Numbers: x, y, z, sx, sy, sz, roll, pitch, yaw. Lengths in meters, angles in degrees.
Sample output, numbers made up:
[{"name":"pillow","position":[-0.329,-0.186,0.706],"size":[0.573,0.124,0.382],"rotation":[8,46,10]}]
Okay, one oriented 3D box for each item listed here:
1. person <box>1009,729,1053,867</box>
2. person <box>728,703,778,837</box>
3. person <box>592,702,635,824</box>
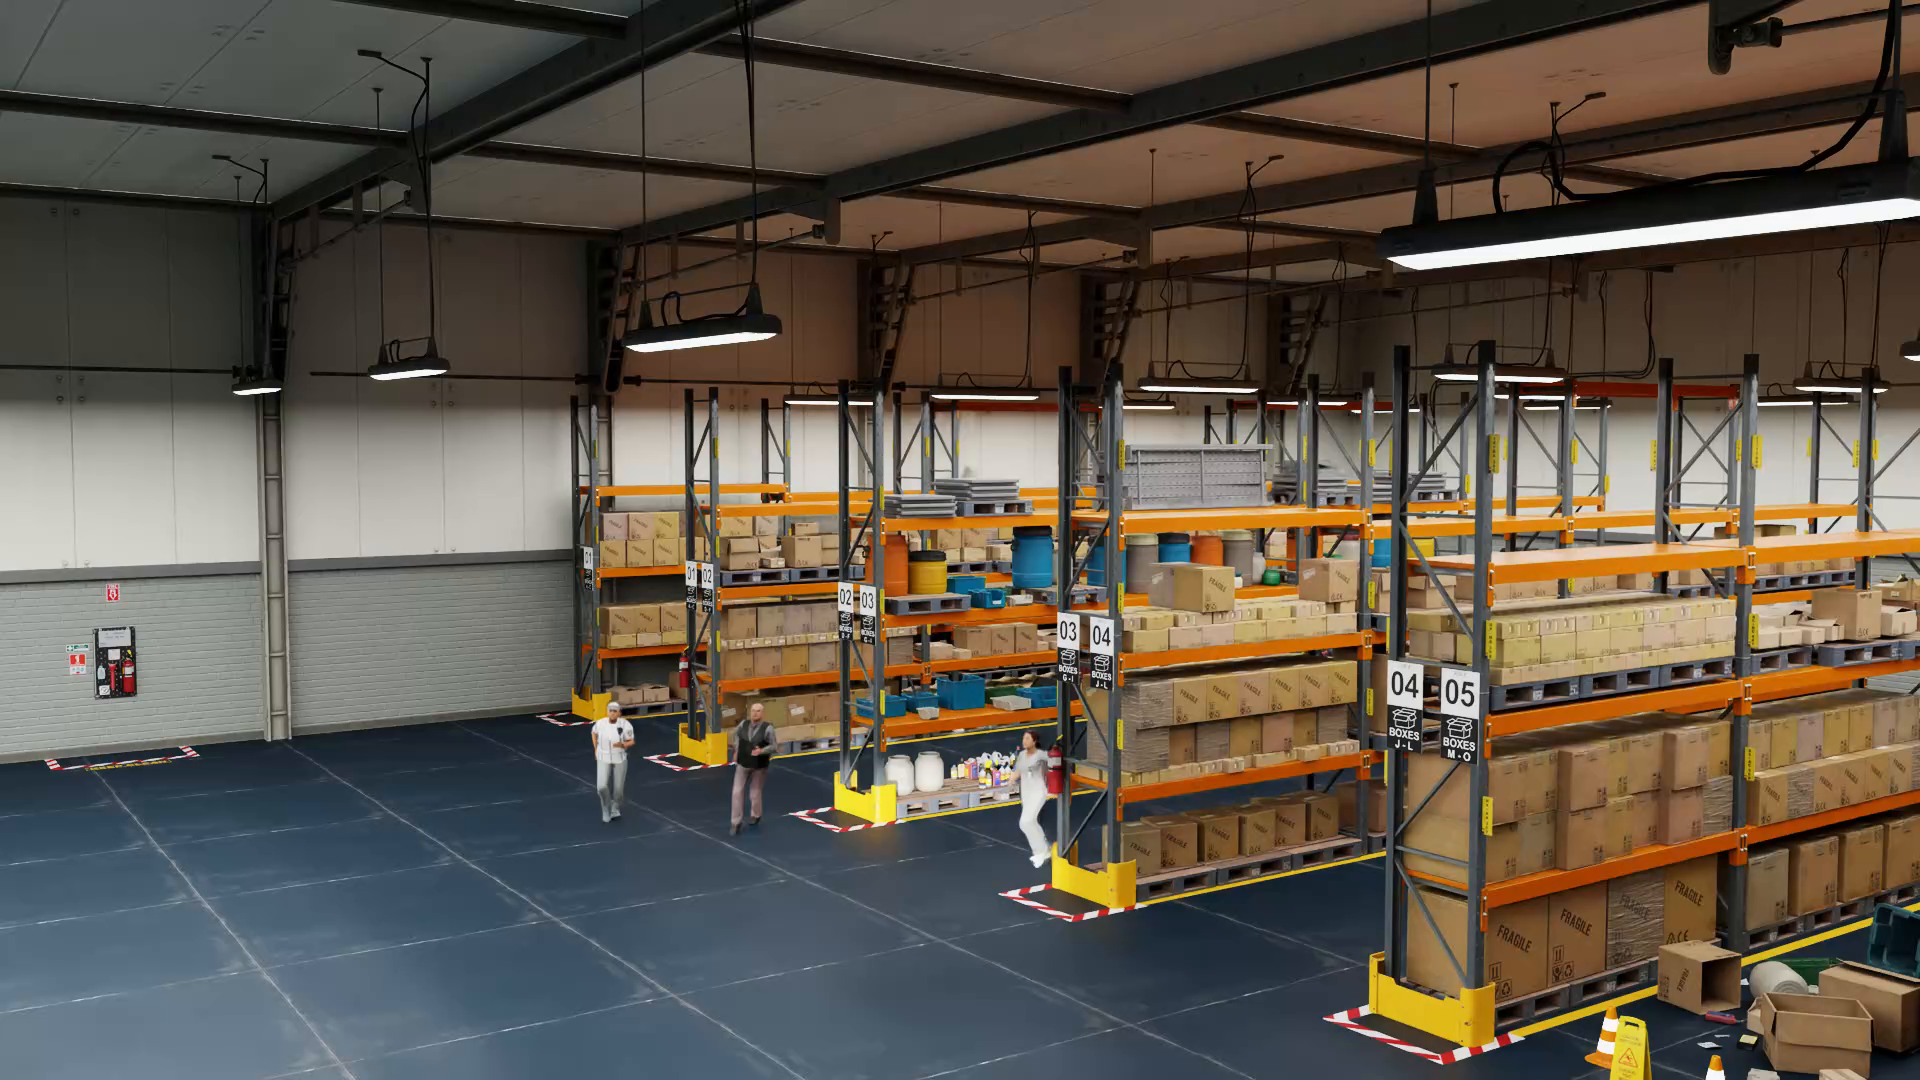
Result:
[{"name":"person","position":[0.882,3.129,20.160],"size":[0.674,1.680,0.579],"rotation":[-3,5,-41]},{"name":"person","position":[-2.705,3.014,21.904],"size":[0.649,1.757,0.787],"rotation":[0,3,6]},{"name":"person","position":[-4.682,2.997,22.438],"size":[0.588,1.658,0.716],"rotation":[0,3,-7]}]
